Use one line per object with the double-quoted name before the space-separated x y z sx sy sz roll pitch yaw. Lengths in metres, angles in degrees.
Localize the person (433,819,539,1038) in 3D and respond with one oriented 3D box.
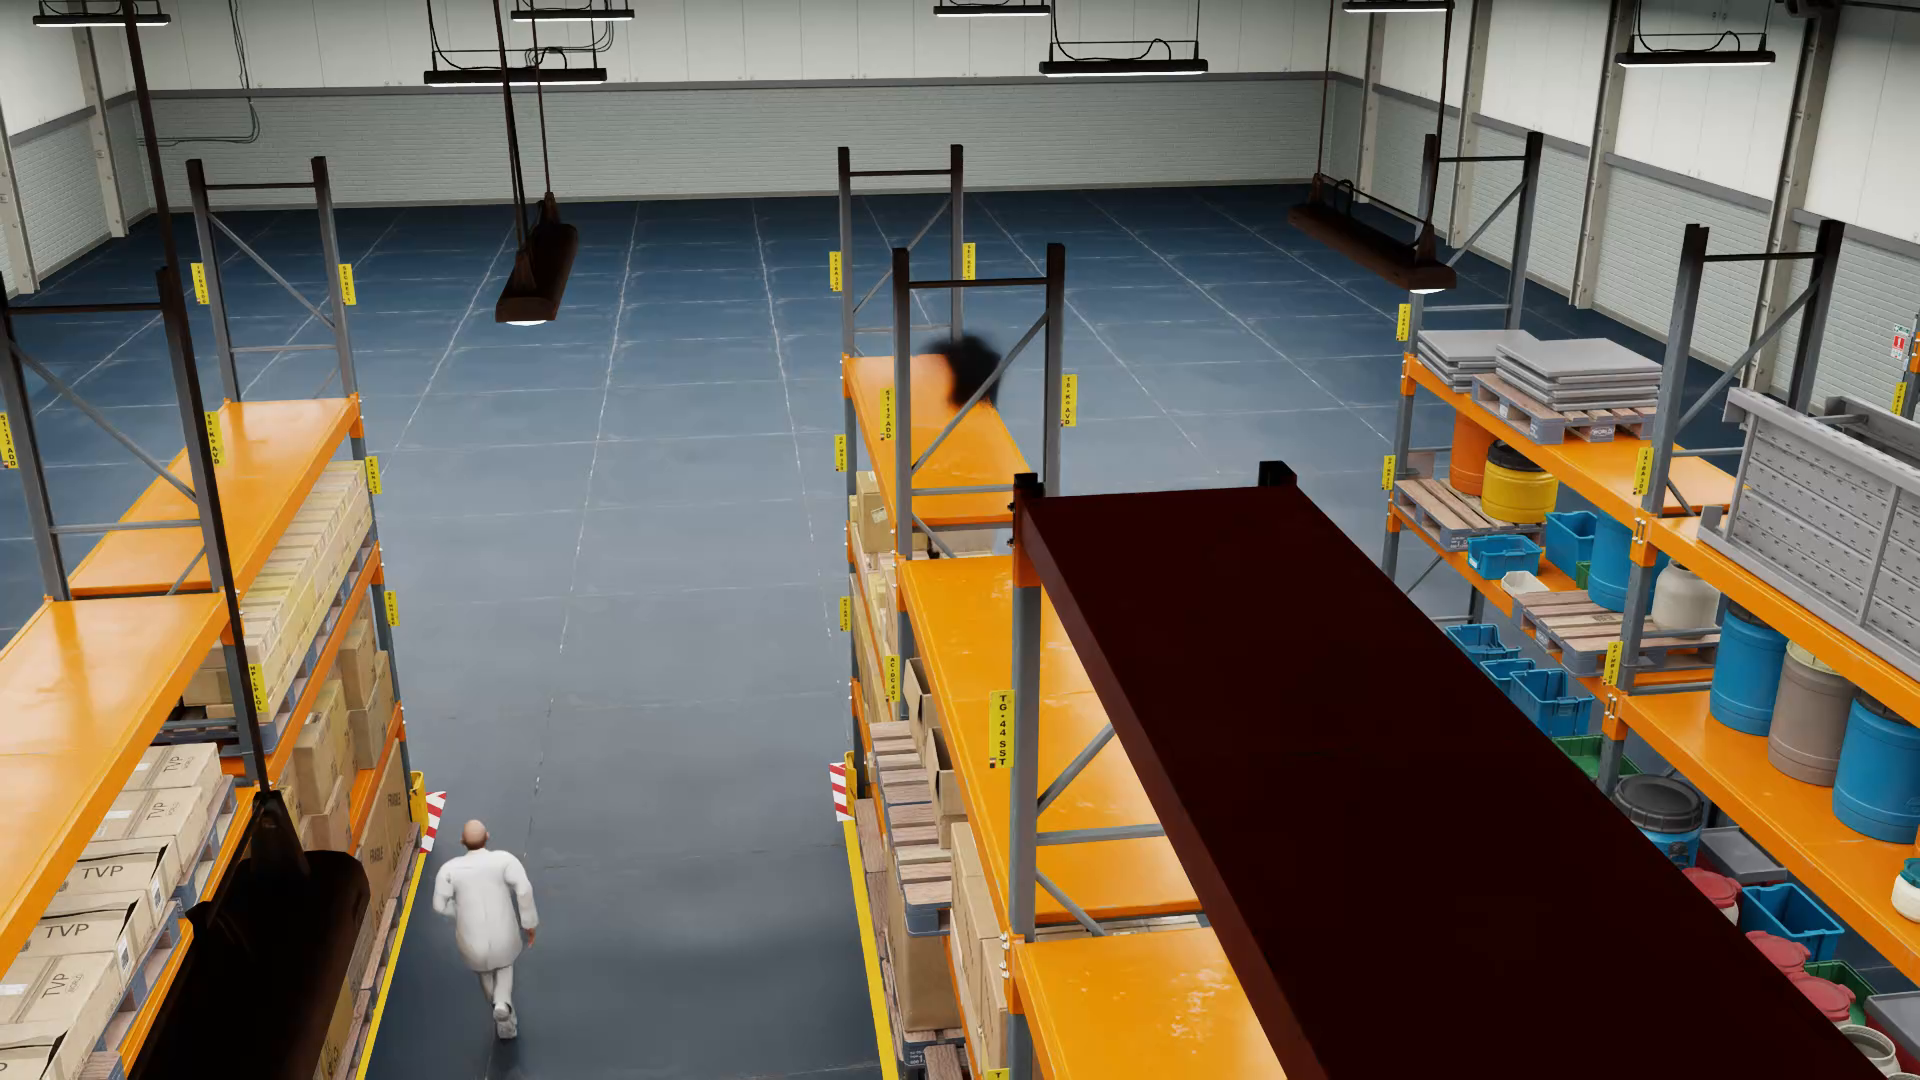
"person" -3.418 2.879 12.062 0.702 1.713 0.716 -8 23 -20
